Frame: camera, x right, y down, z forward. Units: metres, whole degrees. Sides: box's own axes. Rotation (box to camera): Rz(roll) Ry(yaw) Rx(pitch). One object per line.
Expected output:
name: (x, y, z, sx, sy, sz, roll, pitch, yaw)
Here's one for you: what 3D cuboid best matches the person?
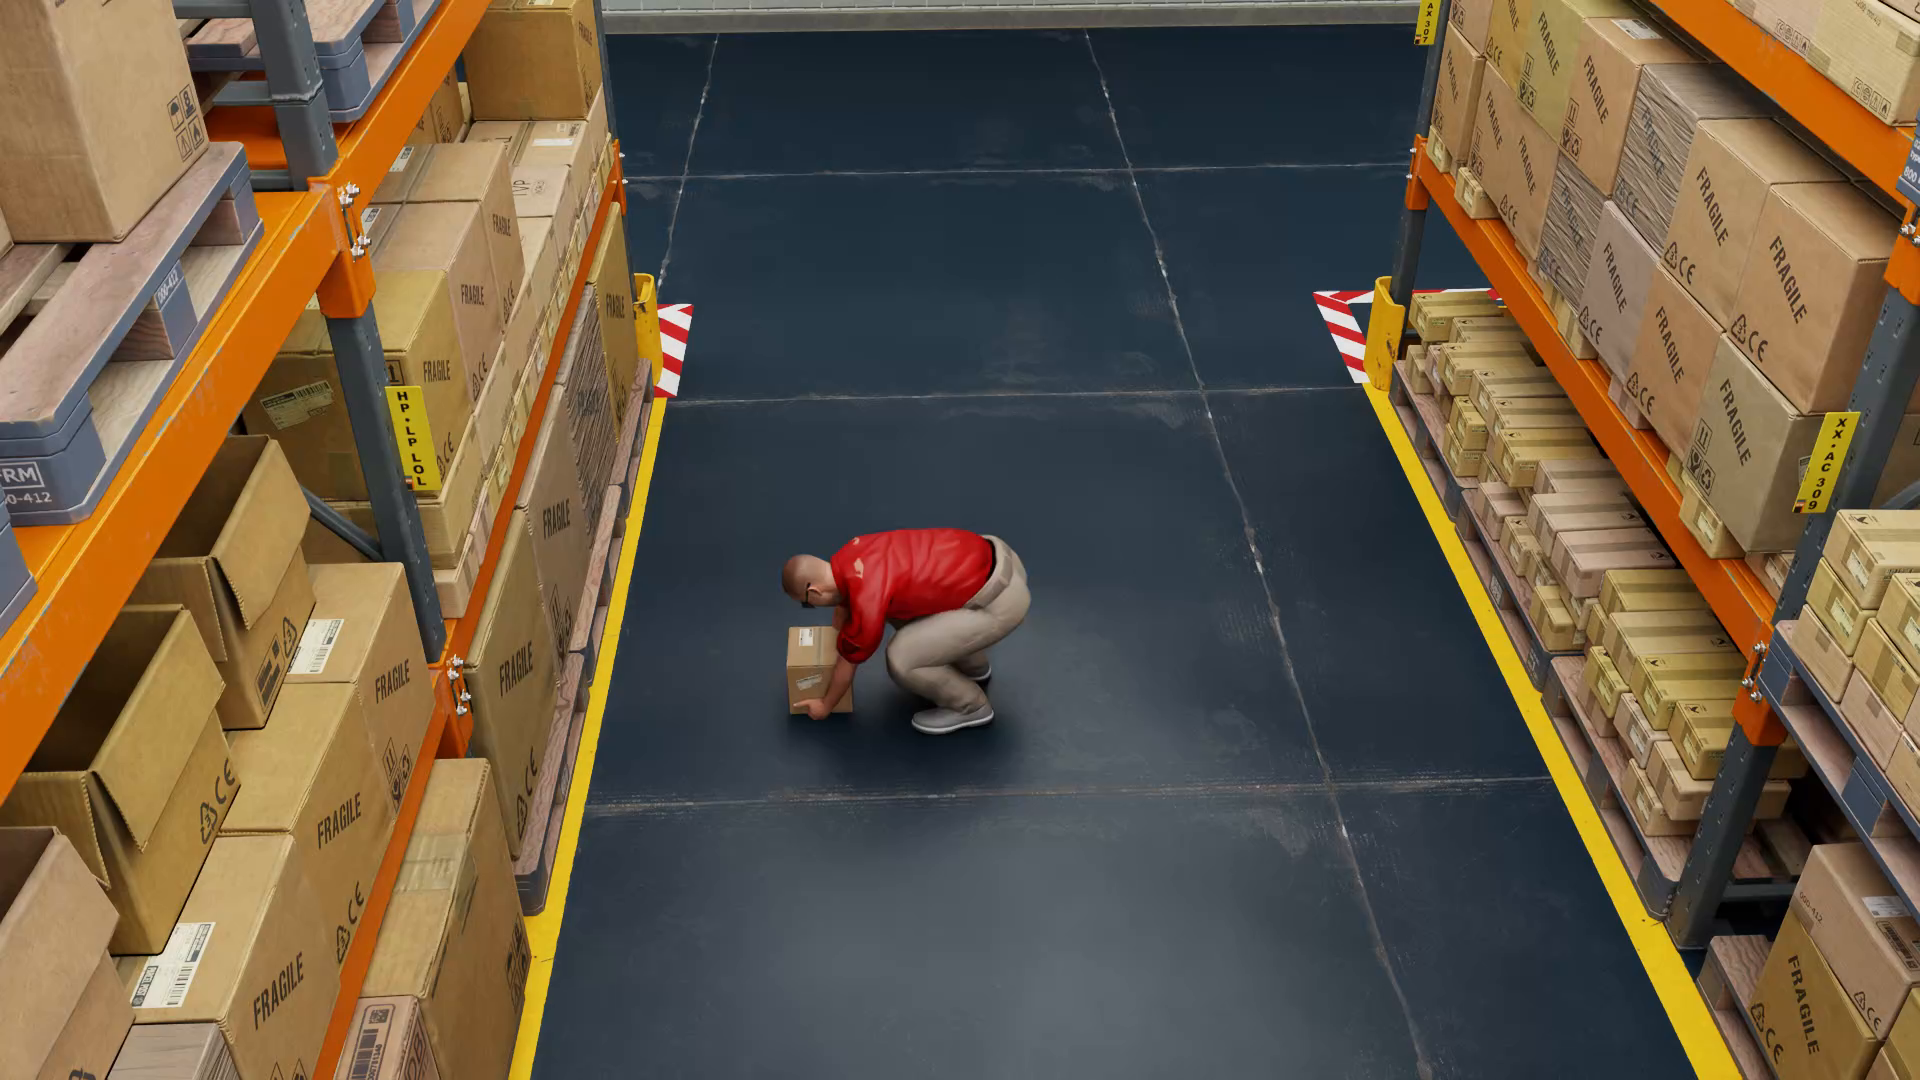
person: (-0.206, 0.349, 6.516, 0.951, 0.790, 0.531, -2, 35, -3)
